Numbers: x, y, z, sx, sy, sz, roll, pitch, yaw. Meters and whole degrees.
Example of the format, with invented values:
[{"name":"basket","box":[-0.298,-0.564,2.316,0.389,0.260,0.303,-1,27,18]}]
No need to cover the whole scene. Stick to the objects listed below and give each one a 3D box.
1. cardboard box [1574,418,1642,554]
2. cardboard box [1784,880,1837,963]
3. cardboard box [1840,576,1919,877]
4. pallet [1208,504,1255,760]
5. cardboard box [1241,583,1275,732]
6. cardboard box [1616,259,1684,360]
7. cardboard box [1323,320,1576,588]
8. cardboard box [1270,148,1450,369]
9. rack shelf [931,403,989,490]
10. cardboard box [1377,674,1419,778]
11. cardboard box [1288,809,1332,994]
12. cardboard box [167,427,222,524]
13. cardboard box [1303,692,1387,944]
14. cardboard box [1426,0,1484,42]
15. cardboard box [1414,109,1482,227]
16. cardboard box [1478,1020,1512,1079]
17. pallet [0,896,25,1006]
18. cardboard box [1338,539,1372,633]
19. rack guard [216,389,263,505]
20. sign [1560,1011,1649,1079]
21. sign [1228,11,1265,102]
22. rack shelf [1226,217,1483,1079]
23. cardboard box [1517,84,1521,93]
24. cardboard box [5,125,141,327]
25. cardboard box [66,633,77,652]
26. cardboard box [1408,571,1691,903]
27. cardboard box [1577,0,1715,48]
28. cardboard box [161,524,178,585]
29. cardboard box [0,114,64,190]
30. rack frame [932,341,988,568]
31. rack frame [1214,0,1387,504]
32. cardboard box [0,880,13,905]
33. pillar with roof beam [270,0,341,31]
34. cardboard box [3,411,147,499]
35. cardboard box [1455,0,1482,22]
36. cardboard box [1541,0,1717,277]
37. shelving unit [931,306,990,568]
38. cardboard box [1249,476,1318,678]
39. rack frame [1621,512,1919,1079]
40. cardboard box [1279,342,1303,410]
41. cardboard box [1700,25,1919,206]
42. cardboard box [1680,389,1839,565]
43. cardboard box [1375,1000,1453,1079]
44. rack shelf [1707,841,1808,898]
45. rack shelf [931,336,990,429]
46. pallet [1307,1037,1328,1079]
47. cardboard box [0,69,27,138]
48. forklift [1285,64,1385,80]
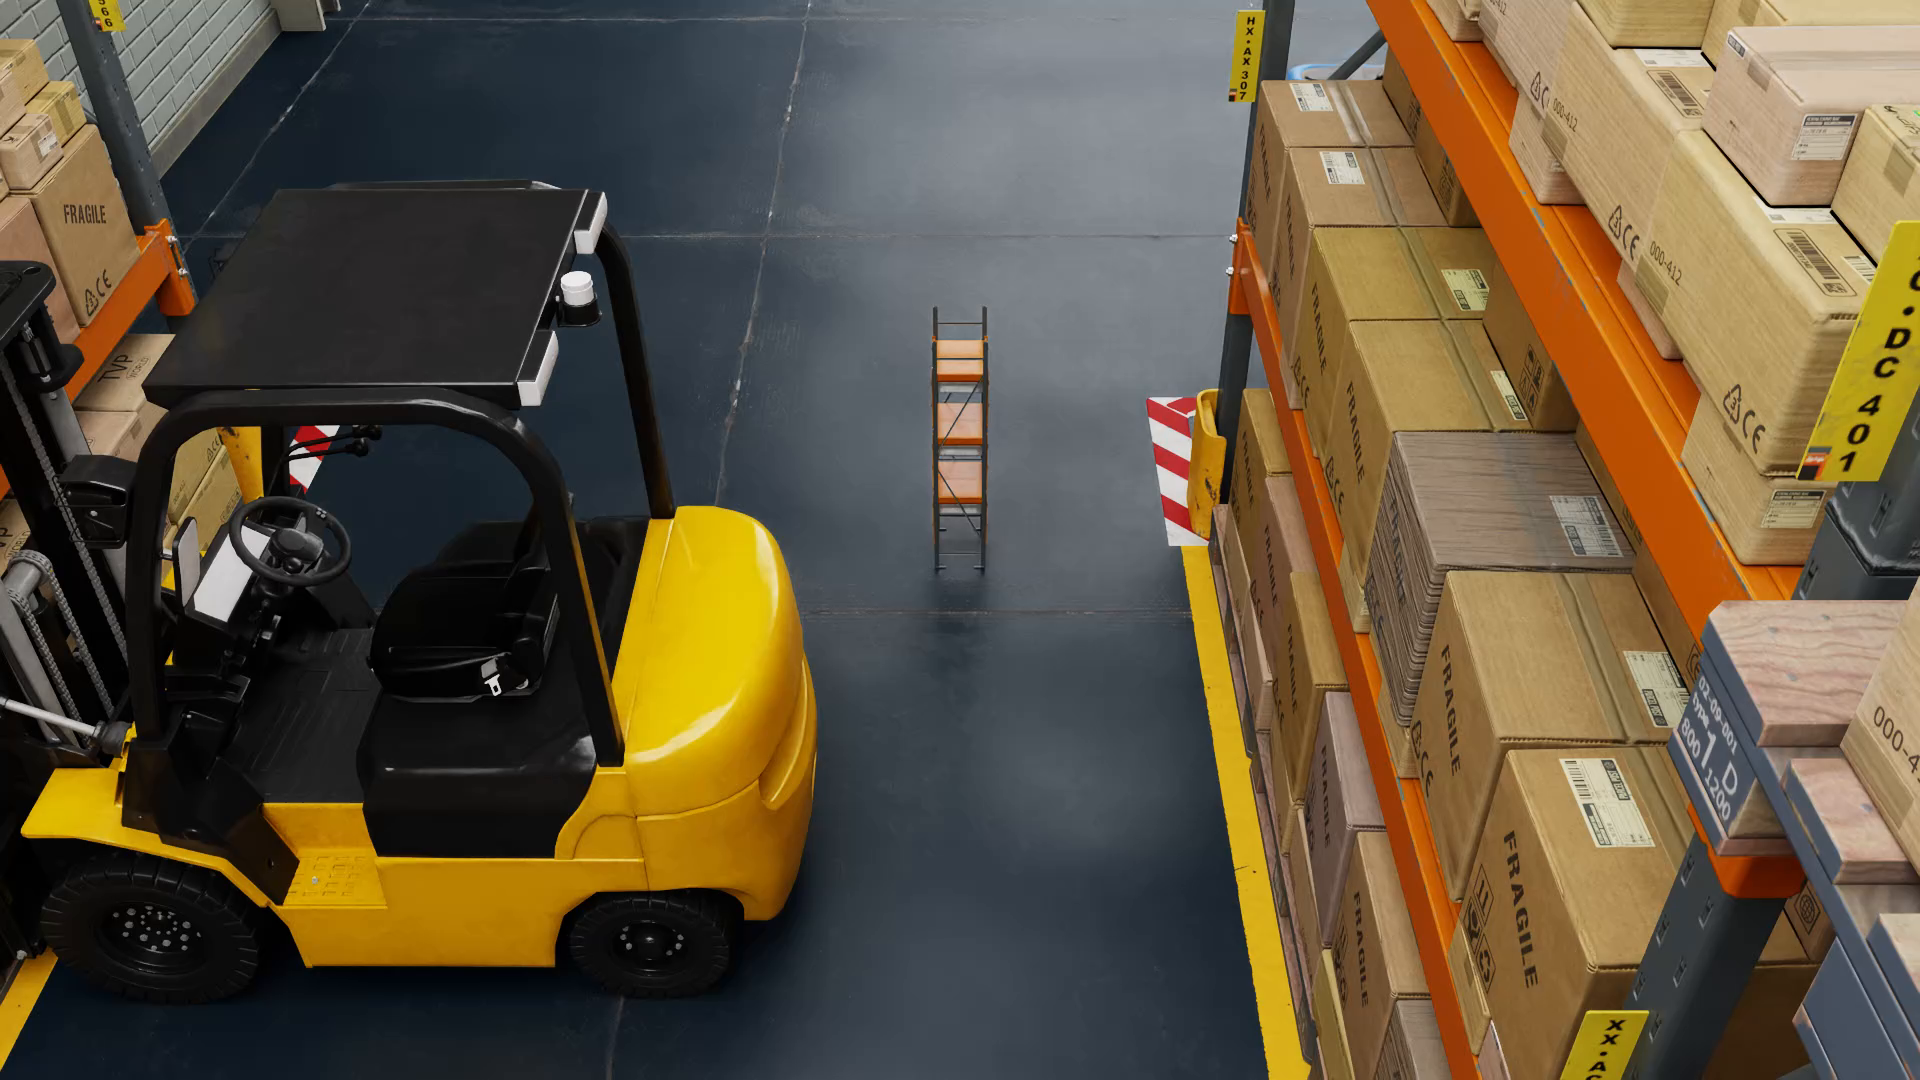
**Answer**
[{"name":"cardboard box","box":[1.803,-0.282,3.586,0.700,0.500,0.500,-1,39,-1]},{"name":"cardboard box","box":[1.756,0.351,2.795,0.700,0.500,0.500,0,39,-1]},{"name":"cardboard box","box":[1.139,0.262,1.410,0.500,0.250,0.500,-1,39,-1]},{"name":"pallet","box":[1.500,0.314,6.189,1.003,0.211,1.213,0,39,0]},{"name":"cardboard box","box":[1.252,0.404,5.711,0.500,0.250,0.500,1,39,2]},{"name":"cardboard box","box":[1.297,-0.416,2.672,0.380,0.149,0.250,0,39,0]},{"name":"cardboard box","box":[1.272,-0.228,4.317,0.500,0.500,0.500,-1,39,-1]},{"name":"cardboard box","box":[1.262,-0.864,5.112,0.500,0.500,0.500,1,39,1]},{"name":"rack shelf","box":[0.000,-0.368,6.387,0.215,0.259,0.240,0,39,0]},{"name":"cardboard box","box":[1.230,0.434,4.011,0.380,0.149,0.250,-1,39,-1]},{"name":"cardboard box","box":[1.263,1.061,4.891,0.500,0.250,0.500,1,39,1]},{"name":"cardboard box","box":[-3.116,-0.305,6.196,0.500,0.250,0.500,0,39,-1]},{"name":"cardboard box","box":[1.266,0.782,4.639,0.500,0.500,0.500,2,39,2]},{"name":"cardboard box","box":[1.257,-1.221,3.678,0.380,0.149,0.250,-1,39,-1]},{"name":"cardboard box","box":[1.747,-1.239,4.780,0.700,0.500,0.500,0,39,0]},{"name":"cardboard box","box":[1.234,1.069,3.218,0.380,0.149,0.250,0,39,-1]},{"name":"pallet","box":[-3.388,1.004,5.328,1.003,0.211,1.213,0,39,0]},{"name":"cardboard box","box":[1.223,0.113,4.411,0.380,0.149,0.250,0,39,0]},{"name":"rack guard","box":[-3.429,-0.363,6.803,1.175,0.500,0.348,0,39,0]},{"name":"sign","box":[0.997,0.839,2.612,0.100,0.325,0.005,0,39,0]},{"name":"sign","box":[0.992,-1.667,5.739,0.100,0.325,0.005,0,39,0]},{"name":"rack shelf","box":[1.537,0.202,4.675,1.077,0.370,4.000,0,39,0]},{"name":"cardboard box","box":[1.331,-0.903,3.281,0.380,0.149,0.250,1,39,1]},{"name":"cardboard box","box":[-3.166,-1.055,5.588,0.500,0.500,0.500,-1,39,-1]},{"name":"cardboard box","box":[-3.104,0.331,5.401,0.500,0.250,0.500,-1,39,-1]},{"name":"cardboard box","box":[1.283,0.417,3.513,0.500,0.500,0.500,1,39,1]},{"name":"cardboard box","box":[1.201,-0.897,2.635,0.380,0.149,0.250,1,39,1]},{"name":"cardboard box","box":[-3.121,0.190,5.977,0.500,0.250,0.500,0,39,0]},{"name":"cardboard box","box":[-3.118,-1.239,5.299,0.380,0.149,0.250,1,39,1]},{"name":"rack frame","box":[0.000,-0.300,6.285,0.200,1.050,0.008,0,39,0]},{"name":"rack frame","box":[1.535,-1.329,6.010,1.000,3.000,0.127,0,39,0]},{"name":"cardboard box","box":[-3.126,1.145,4.785,0.500,0.250,0.500,1,39,1]},{"name":"pillar with roof beam","box":[-0.031,-6.984,8.269,9.100,9.000,0.400,0,39,0]},{"name":"cardboard box","box":[-3.110,-0.198,5.661,0.500,0.250,0.500,1,39,1]},{"name":"cardboard box","box":[1.266,-1.284,3.438,0.500,0.250,0.500,1,39,1]},{"name":"cardboard box","box":[1.268,-0.648,2.643,0.500,0.250,0.500,-1,39,-1]},{"name":"shelving unit","box":[0.000,-0.376,6.380,0.215,1.050,0.252,0,39,0]},{"name":"cardboard box","box":[1.265,0.134,5.448,0.500,0.500,0.500,-1,39,-2]},{"name":"rack frame","box":[1.539,1.172,2.889,1.000,3.000,0.127,0,39,0]},{"name":"cardboard box","box":[1.216,-0.536,5.221,0.380,0.149,0.250,1,39,1]},{"name":"cardboard box","box":[1.244,-0.572,2.230,0.380,0.149,0.250,-1,39,-1]},{"name":"cardboard box","box":[1.233,-0.098,2.276,0.380,0.149,0.250,0,39,0]},{"name":"cardboard box","box":[1.270,1.419,3.844,0.500,0.500,0.500,-1,39,-1]},{"name":"rack shelf","box":[1.542,1.533,0.615,1.077,0.370,4.000,0,39,0]},{"name":"rack shelf","box":[0.000,-0.589,6.209,0.215,0.259,0.240,0,39,0]},{"name":"pallet","box":[1.503,1.840,4.285,1.003,0.211,1.213,0,39,0]},{"name":"cardboard box","box":[-3.186,-1.354,5.204,0.380,0.149,0.250,0,39,0]},{"name":"forklift","box":[3.009,-2.209,7.163,3.031,2.935,1.130,2,39,2]}]
